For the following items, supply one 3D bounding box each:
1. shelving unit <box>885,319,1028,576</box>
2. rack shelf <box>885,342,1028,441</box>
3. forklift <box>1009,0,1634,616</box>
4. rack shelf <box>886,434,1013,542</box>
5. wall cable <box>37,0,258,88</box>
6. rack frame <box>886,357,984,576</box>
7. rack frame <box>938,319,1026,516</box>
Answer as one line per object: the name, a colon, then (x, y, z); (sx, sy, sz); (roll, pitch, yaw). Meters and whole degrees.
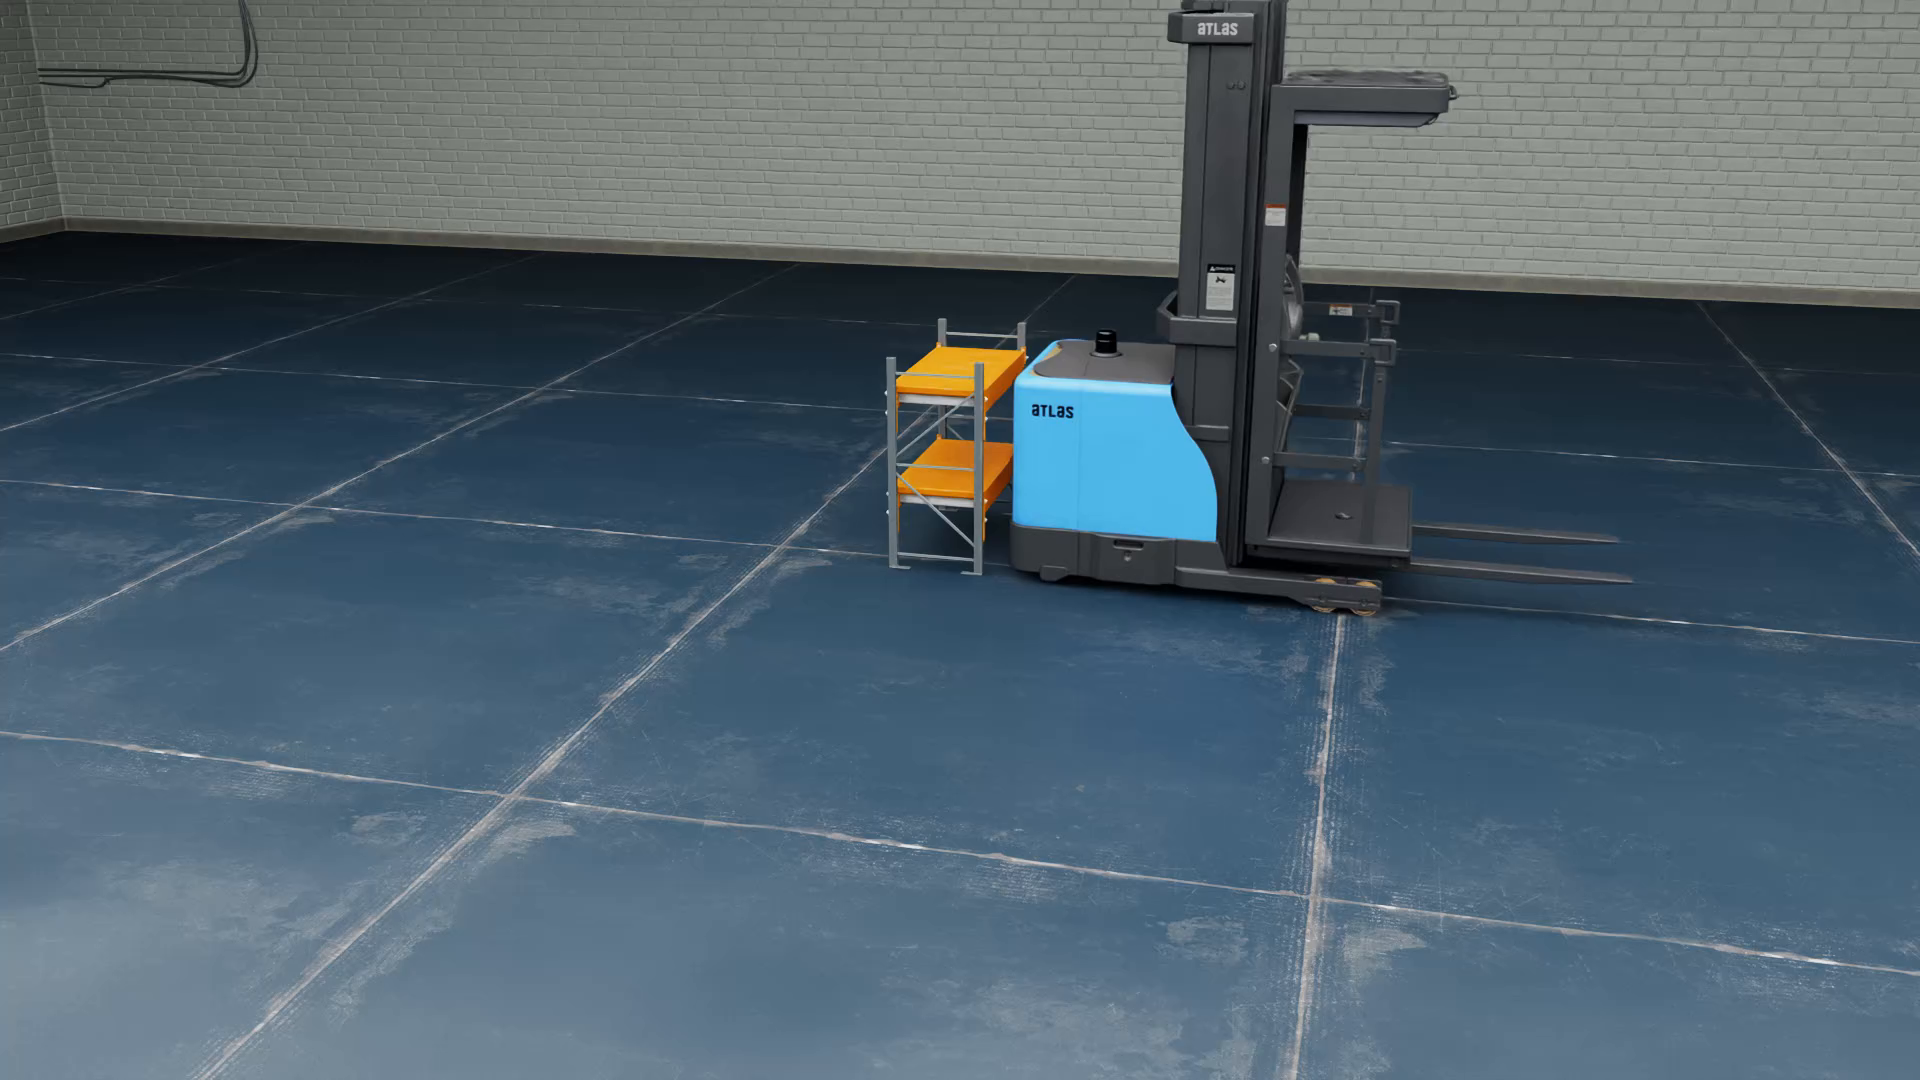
shelving unit: (-0.002, -0.530, 9.000); (0.538, 1.125, 1.048); (5, 19, 13)
rack shelf: (-0.002, -0.807, 8.905); (0.538, 0.278, 1.000); (5, 19, 13)
forklift: (1.831, -1.206, 8.184); (3.031, 2.935, 1.130); (5, 19, 14)
rack shelf: (-0.002, -0.299, 9.079); (0.538, 0.278, 1.000); (5, 19, 13)
wall cable: (-9.457, -6.426, 18.883); (3.097, 2.526, 0.112); (5, 19, 13)
rack frame: (-0.126, -0.371, 8.533); (0.500, 1.125, 0.032); (5, 19, 13)
rack frame: (0.123, -0.690, 9.466); (0.500, 1.125, 0.032); (5, 19, 13)
